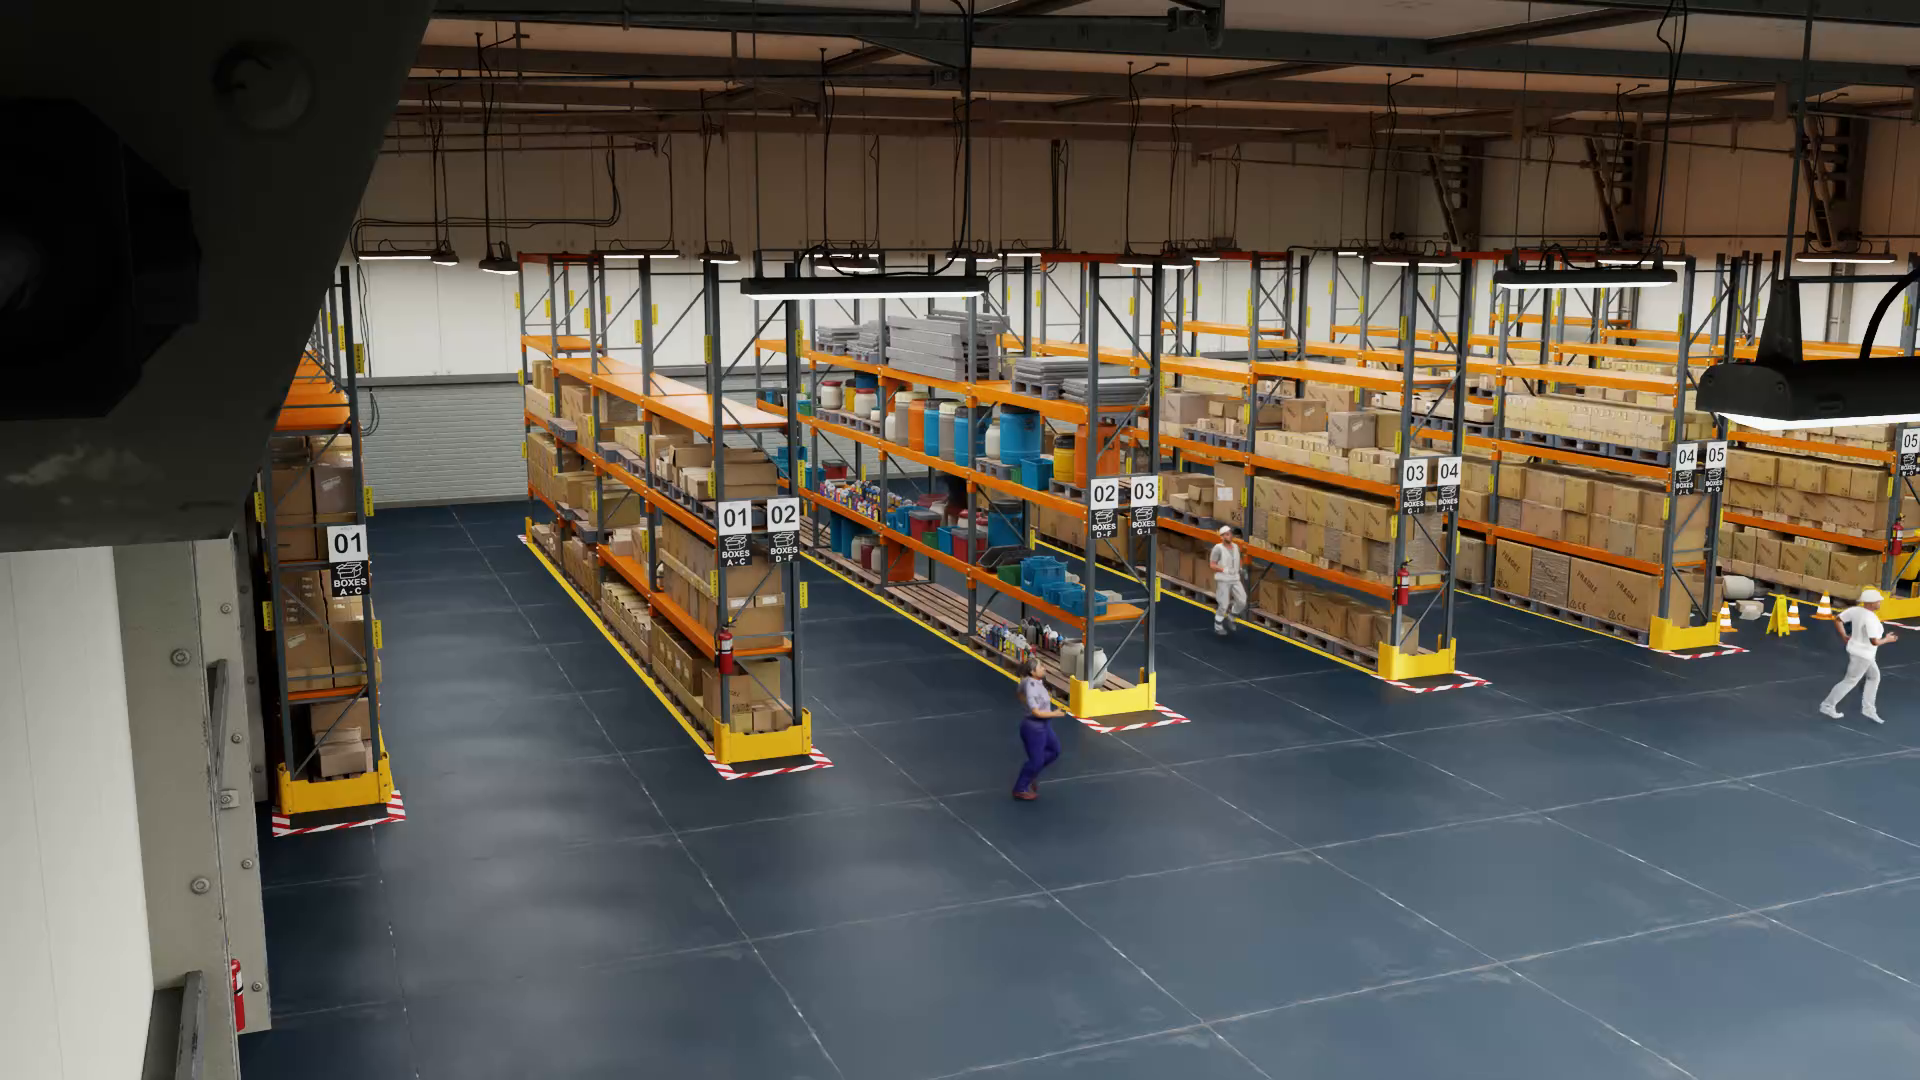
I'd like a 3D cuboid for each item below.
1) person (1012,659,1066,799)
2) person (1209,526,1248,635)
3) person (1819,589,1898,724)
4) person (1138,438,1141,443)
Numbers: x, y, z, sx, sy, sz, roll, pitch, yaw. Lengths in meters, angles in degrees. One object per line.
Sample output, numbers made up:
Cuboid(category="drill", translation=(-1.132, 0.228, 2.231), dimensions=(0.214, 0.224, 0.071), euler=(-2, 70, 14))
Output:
Cuboid(category="person", translation=(0.902, 2.137, 18.883), dimensions=(0.609, 1.604, 0.626), euler=(1, 10, 6))
Cuboid(category="person", translation=(4.250, 0.657, 26.152), dimensions=(0.683, 1.746, 0.624), euler=(-4, 11, -22))
Cuboid(category="person", translation=(11.760, 1.531, 21.743), dimensions=(0.845, 1.811, 0.625), euler=(3, 11, 16))
Cuboid(category="person", translation=(4.022, -1.536, 38.604), dimensions=(0.748, 1.753, 0.904), euler=(-3, 11, -16))
